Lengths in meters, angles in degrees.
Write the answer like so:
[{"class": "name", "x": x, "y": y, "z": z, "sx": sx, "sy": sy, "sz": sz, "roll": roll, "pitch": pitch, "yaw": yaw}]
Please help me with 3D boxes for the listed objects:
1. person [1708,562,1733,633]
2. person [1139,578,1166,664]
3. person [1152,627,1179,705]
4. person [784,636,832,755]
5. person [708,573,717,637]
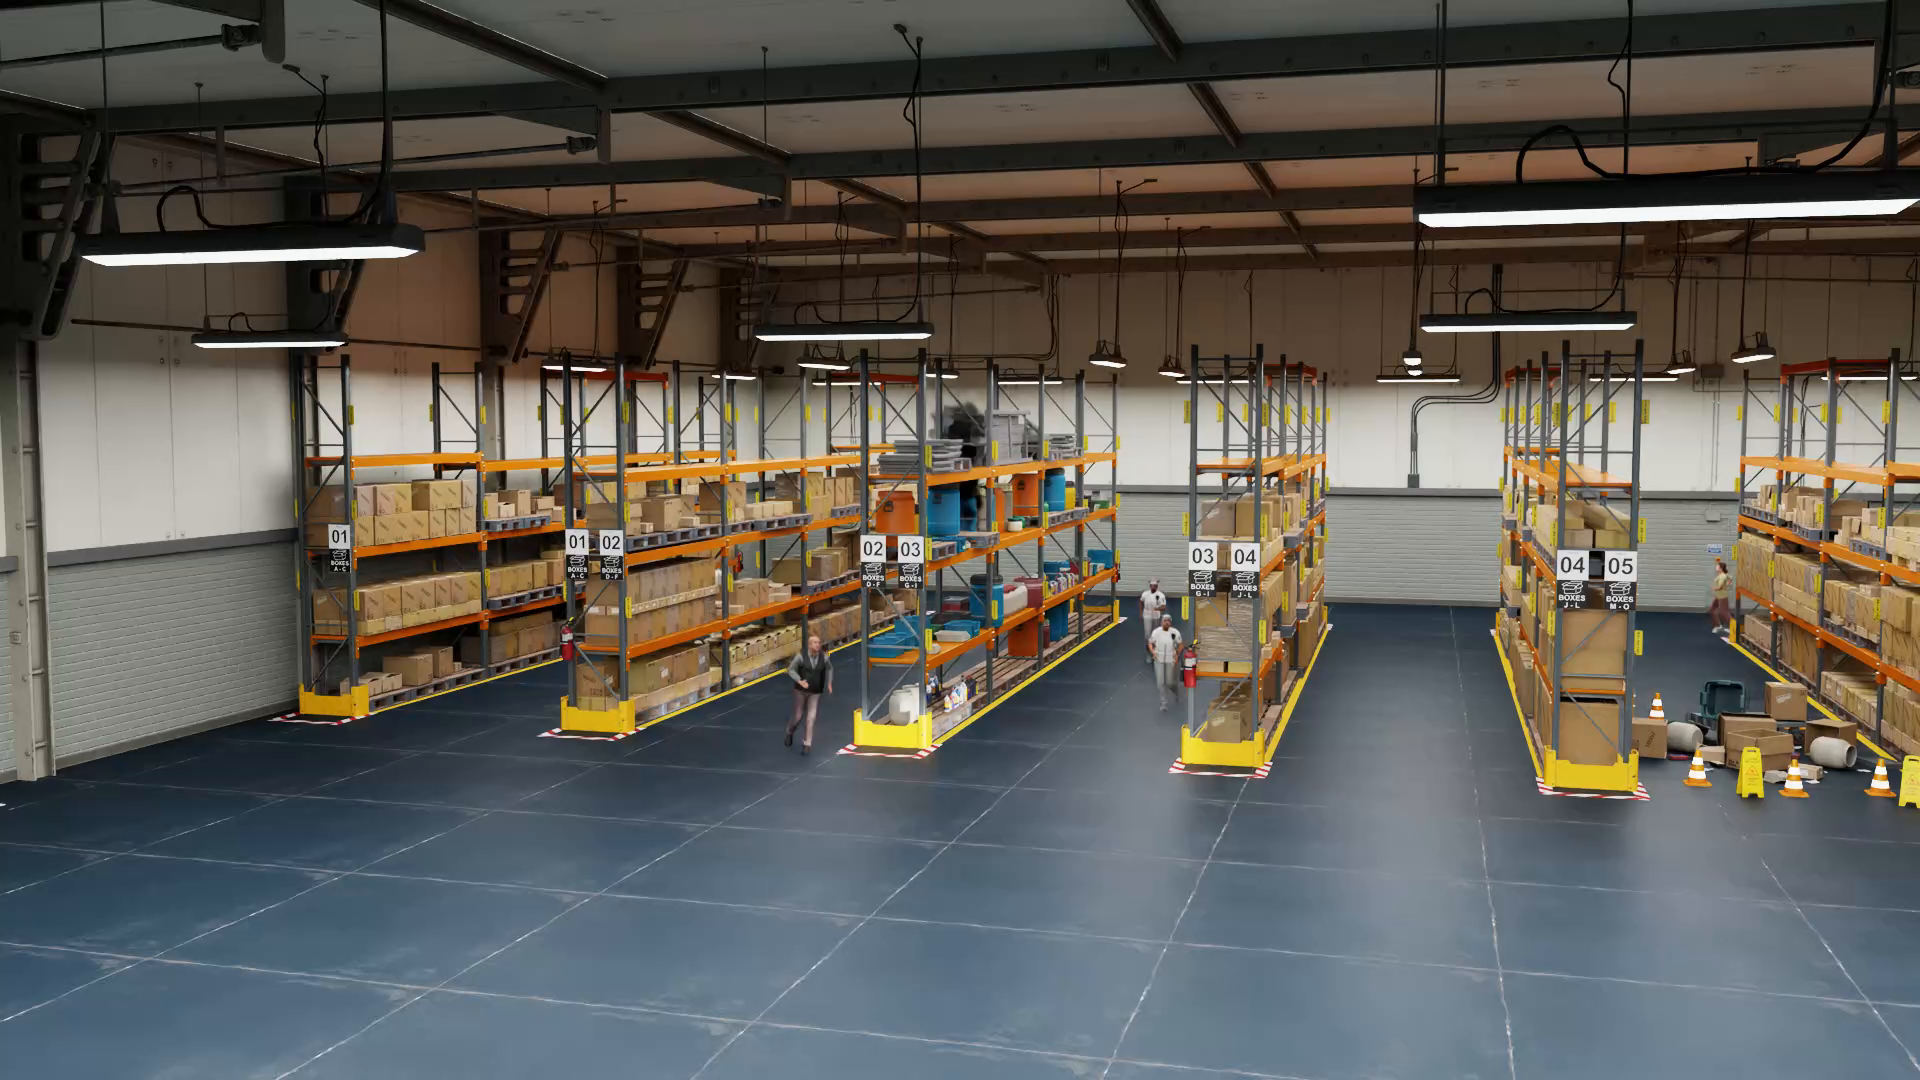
[{"class": "person", "x": 17.444, "y": 1.348, "z": 37.940, "sx": 0.650, "sy": 1.704, "sz": 0.612, "roll": 2, "pitch": 5, "yaw": 21}, {"class": "person", "x": 3.908, "y": 1.638, "z": 33.728, "sx": 0.538, "sy": 1.747, "sz": 0.814, "roll": 0, "pitch": 4, "yaw": 6}, {"class": "person", "x": 3.511, "y": 2.147, "z": 28.373, "sx": 0.451, "sy": 1.346, "sz": 0.496, "roll": 1, "pitch": 4, "yaw": 11}, {"class": "person", "x": -2.232, "y": 2.284, "z": 24.786, "sx": 0.696, "sy": 1.707, "sz": 0.879, "roll": -1, "pitch": 4, "yaw": -16}, {"class": "person", "x": -5.625, "y": 1.441, "z": 37.371, "sx": 0.610, "sy": 1.595, "sz": 0.677, "roll": 1, "pitch": 4, "yaw": 9}]
